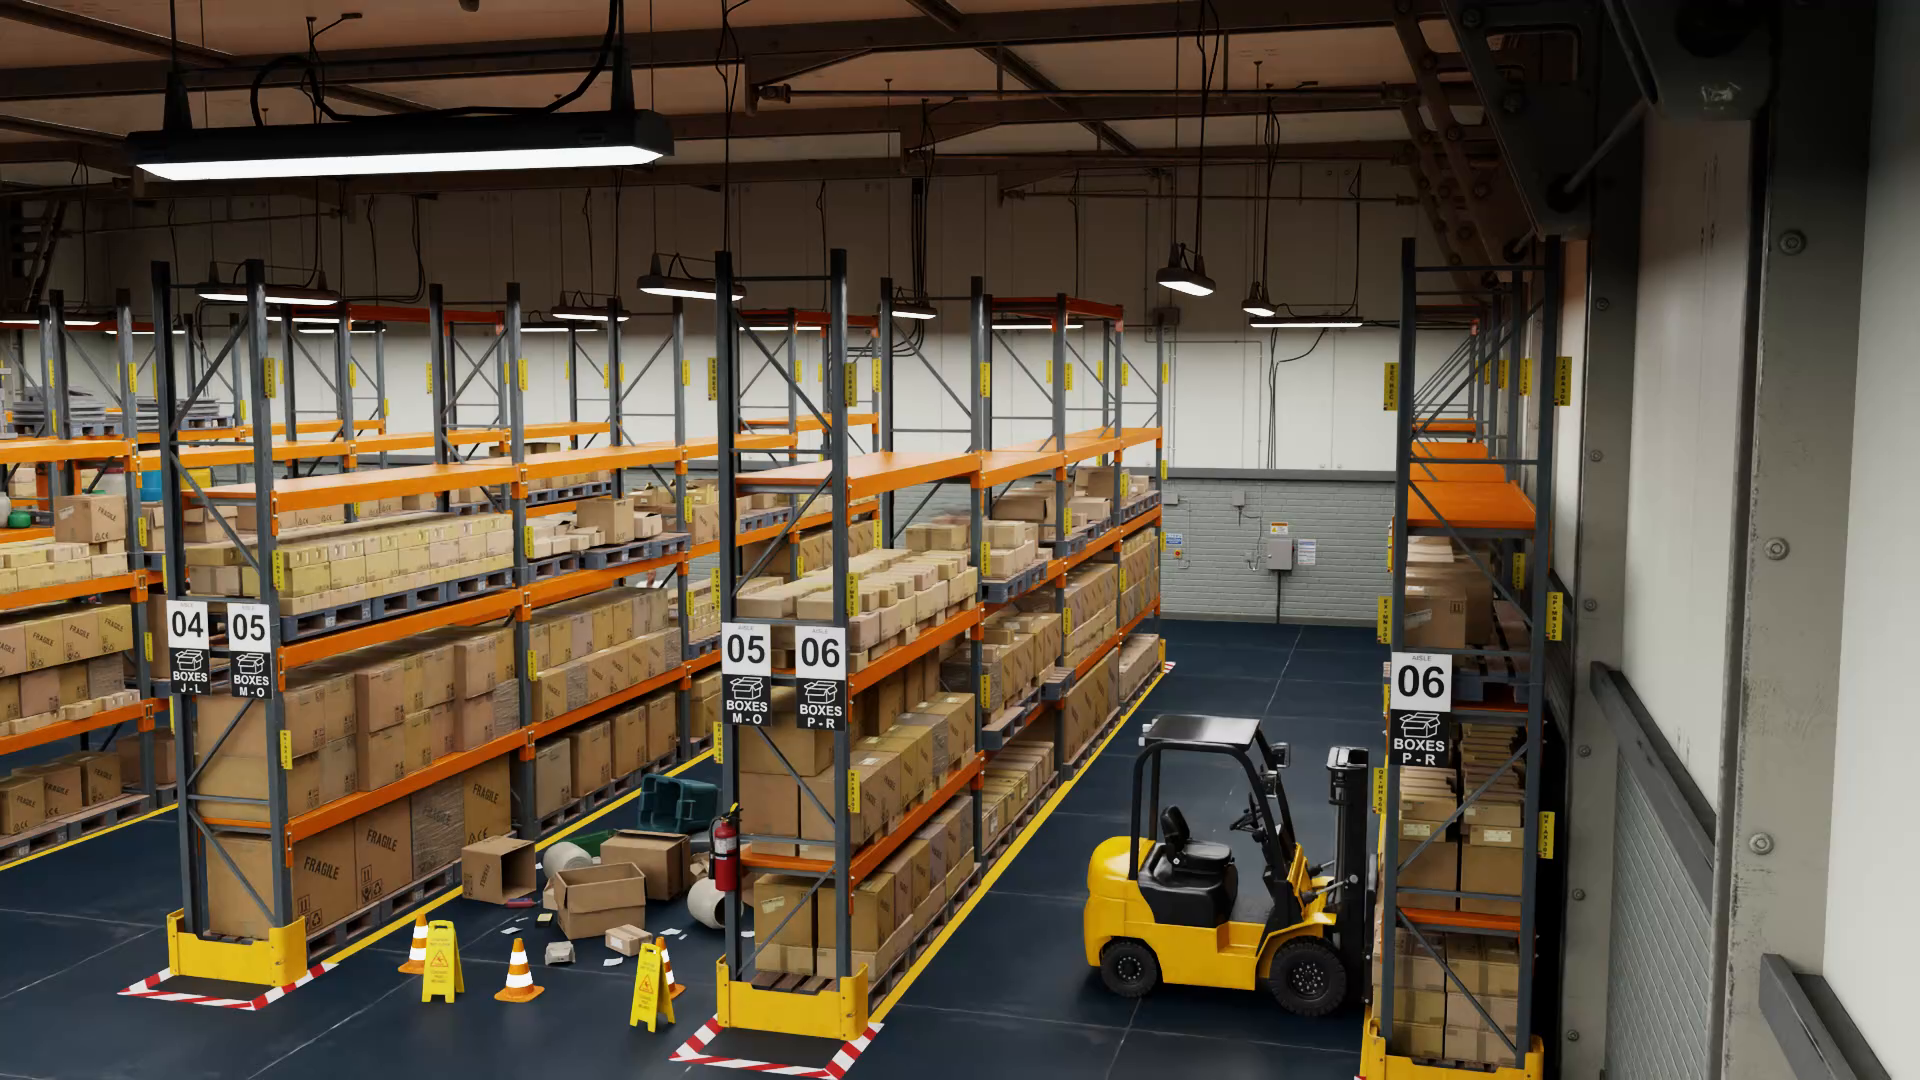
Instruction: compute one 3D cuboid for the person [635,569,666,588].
[{"bbox_3d":[-5.269,1.313,28.198,0.608,1.716,1.171,1,6,12],"label":"person"}]
